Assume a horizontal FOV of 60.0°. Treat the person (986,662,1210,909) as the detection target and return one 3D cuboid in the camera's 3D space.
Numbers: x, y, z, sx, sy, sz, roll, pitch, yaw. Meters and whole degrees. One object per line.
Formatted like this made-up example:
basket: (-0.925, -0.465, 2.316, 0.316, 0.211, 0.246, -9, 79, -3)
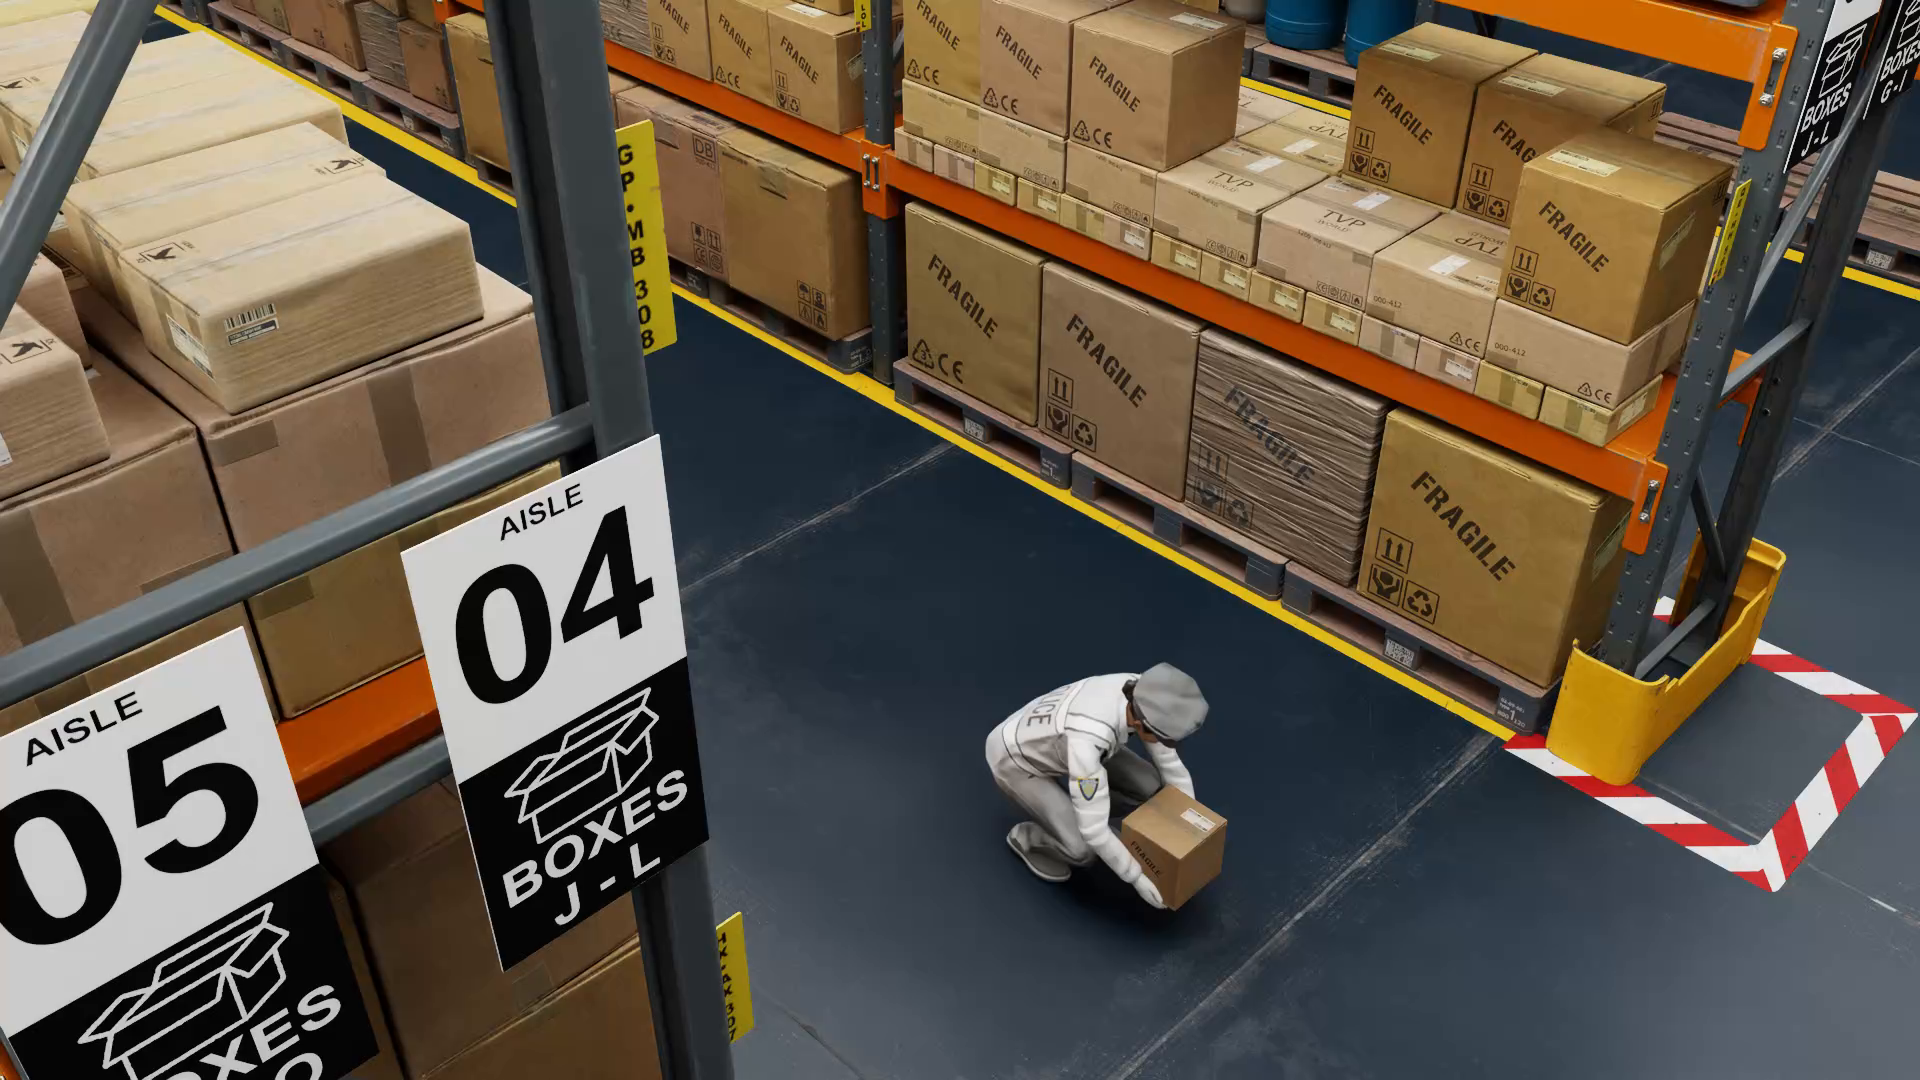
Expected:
person: (0.469, 0.774, 5.681, 0.826, 0.963, 0.495, 30, 45, 35)
